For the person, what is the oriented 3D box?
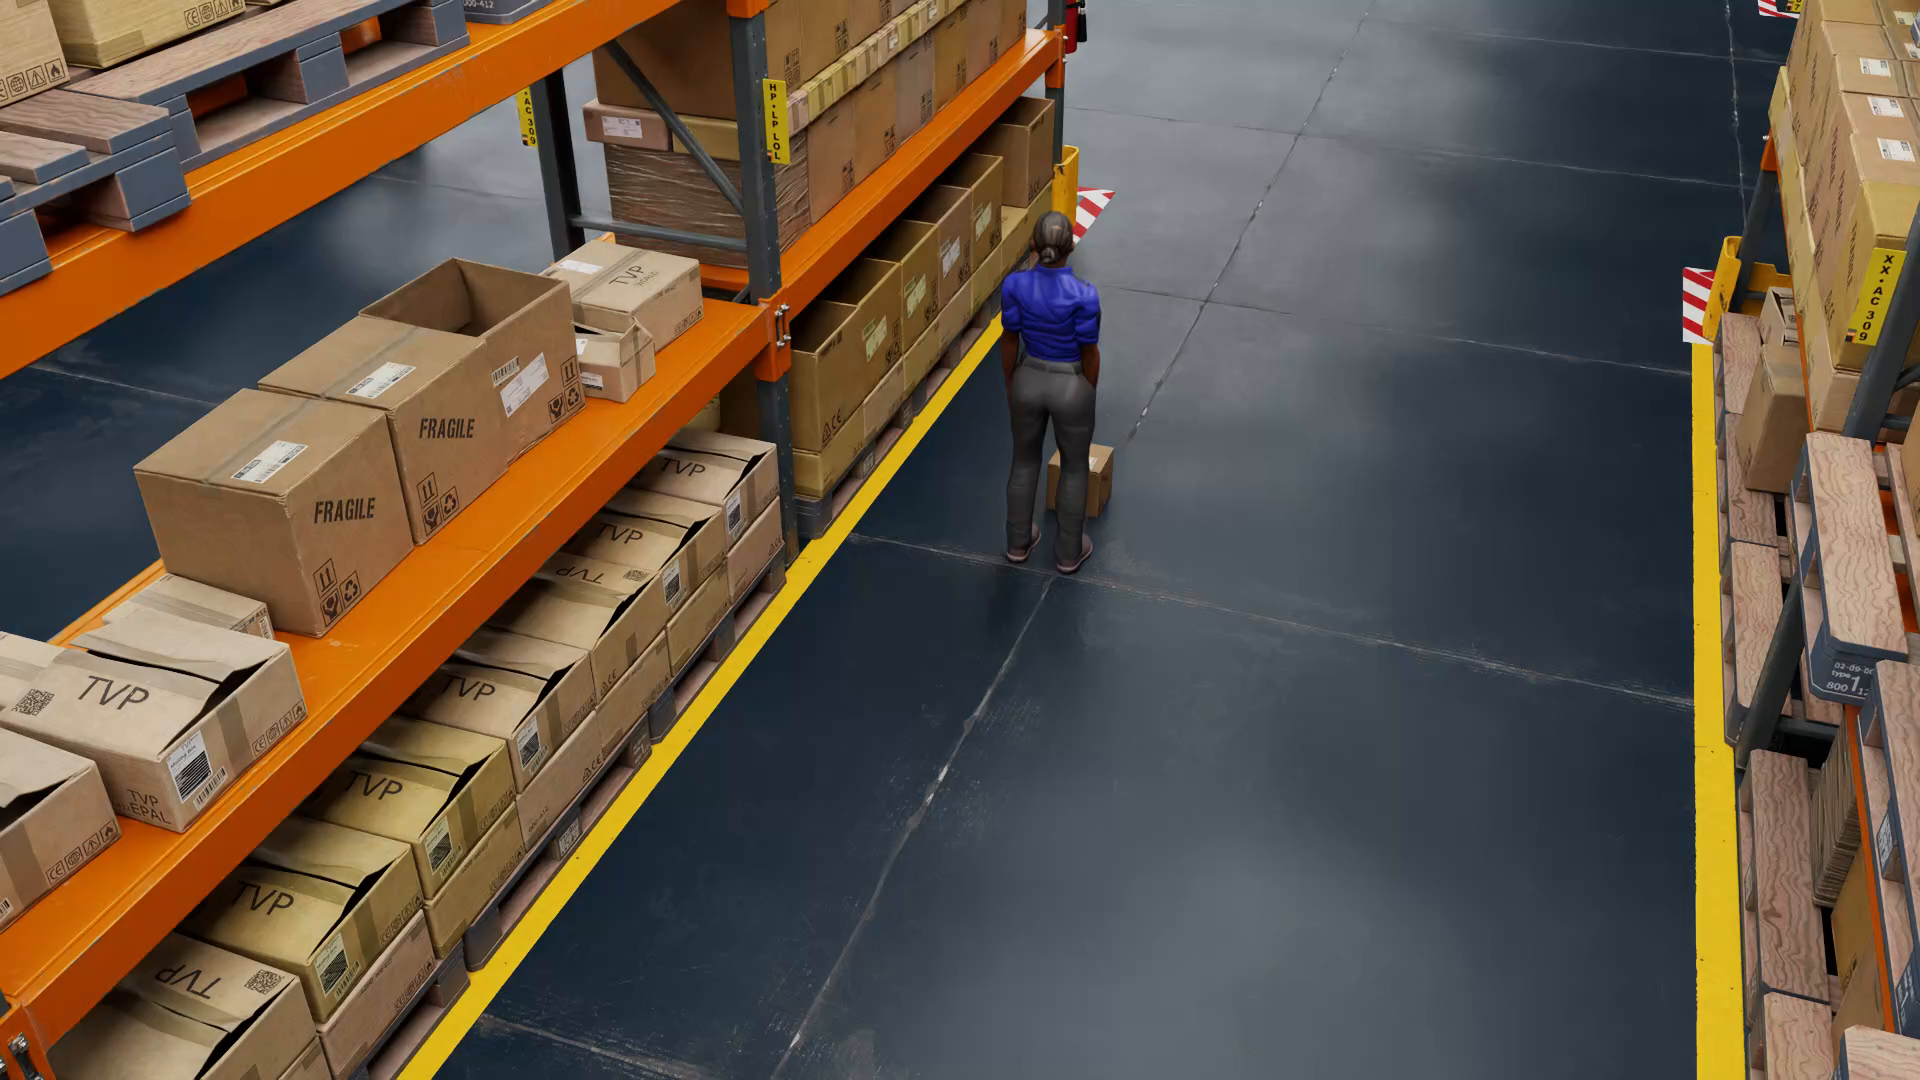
[{"bbox_3d":[0.384,-0.630,7.101,0.436,1.657,0.316,12,35,18],"label":"person"}]
